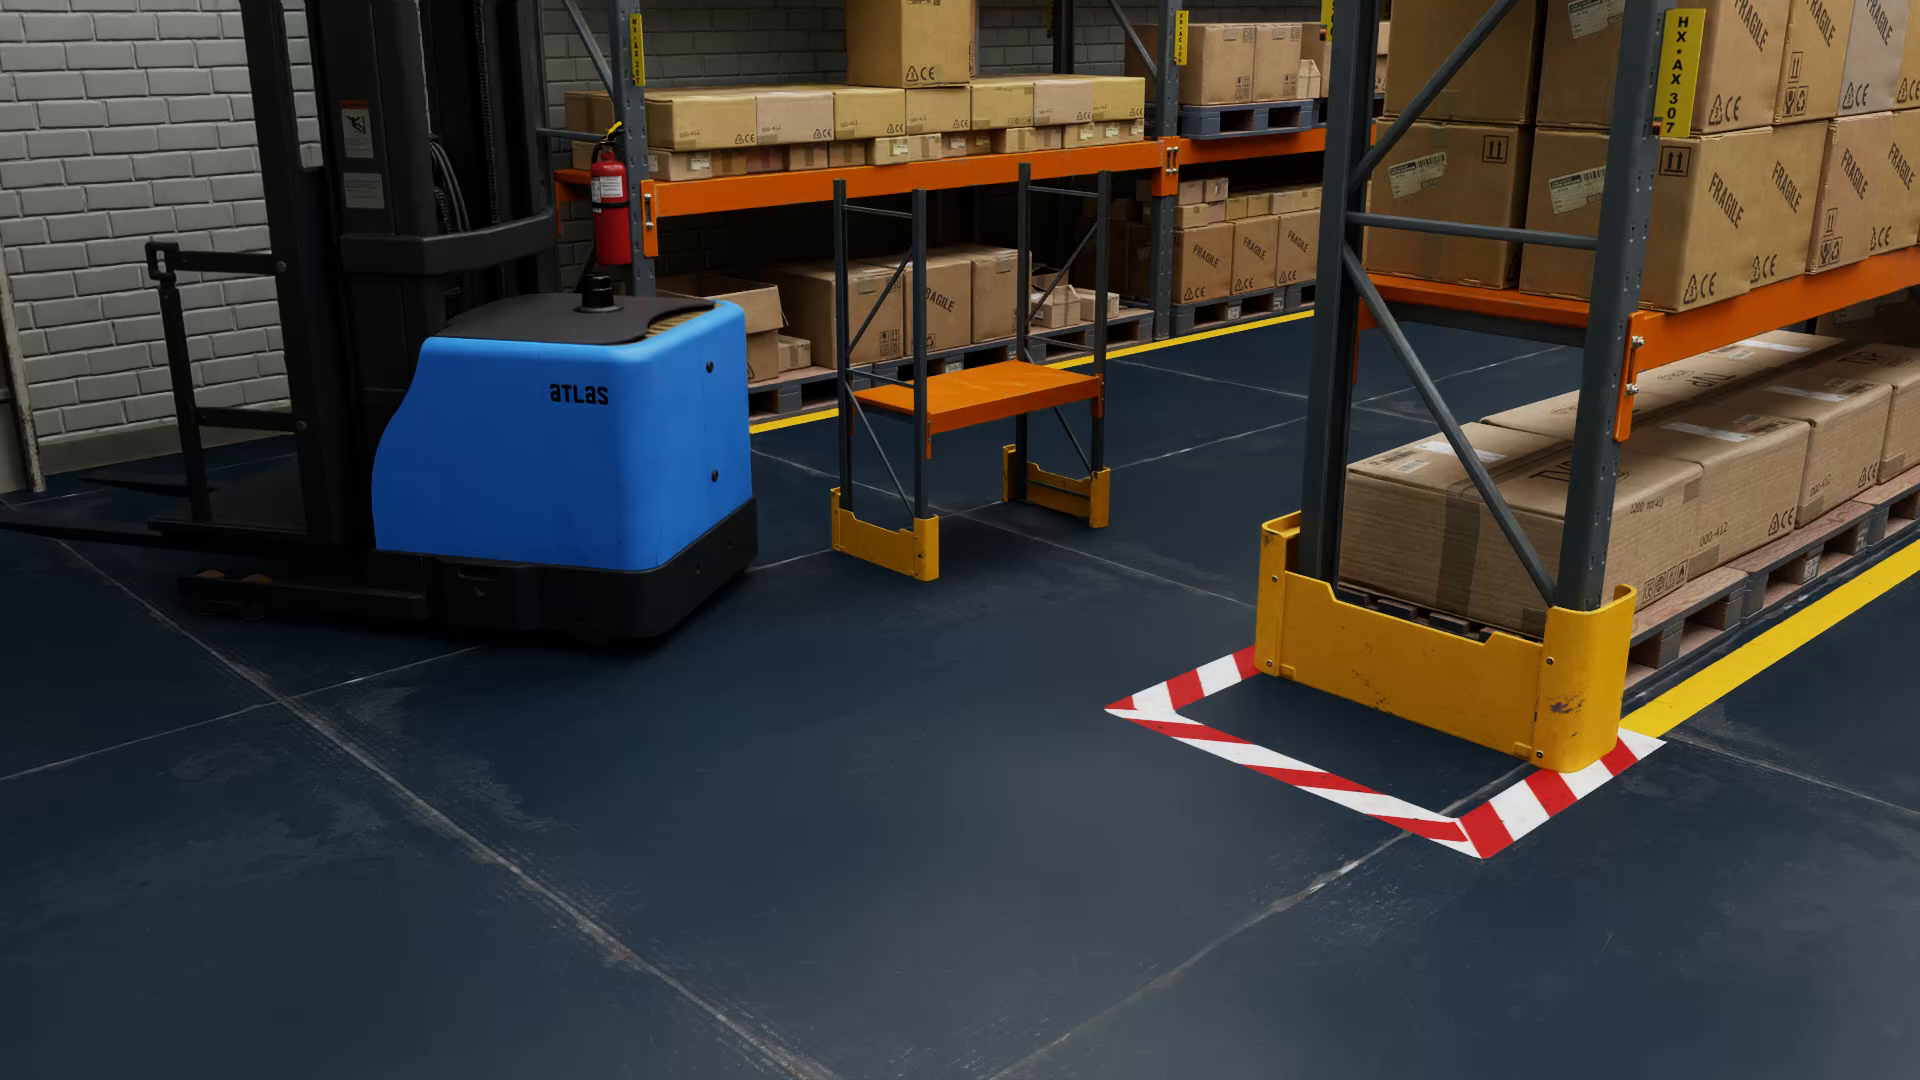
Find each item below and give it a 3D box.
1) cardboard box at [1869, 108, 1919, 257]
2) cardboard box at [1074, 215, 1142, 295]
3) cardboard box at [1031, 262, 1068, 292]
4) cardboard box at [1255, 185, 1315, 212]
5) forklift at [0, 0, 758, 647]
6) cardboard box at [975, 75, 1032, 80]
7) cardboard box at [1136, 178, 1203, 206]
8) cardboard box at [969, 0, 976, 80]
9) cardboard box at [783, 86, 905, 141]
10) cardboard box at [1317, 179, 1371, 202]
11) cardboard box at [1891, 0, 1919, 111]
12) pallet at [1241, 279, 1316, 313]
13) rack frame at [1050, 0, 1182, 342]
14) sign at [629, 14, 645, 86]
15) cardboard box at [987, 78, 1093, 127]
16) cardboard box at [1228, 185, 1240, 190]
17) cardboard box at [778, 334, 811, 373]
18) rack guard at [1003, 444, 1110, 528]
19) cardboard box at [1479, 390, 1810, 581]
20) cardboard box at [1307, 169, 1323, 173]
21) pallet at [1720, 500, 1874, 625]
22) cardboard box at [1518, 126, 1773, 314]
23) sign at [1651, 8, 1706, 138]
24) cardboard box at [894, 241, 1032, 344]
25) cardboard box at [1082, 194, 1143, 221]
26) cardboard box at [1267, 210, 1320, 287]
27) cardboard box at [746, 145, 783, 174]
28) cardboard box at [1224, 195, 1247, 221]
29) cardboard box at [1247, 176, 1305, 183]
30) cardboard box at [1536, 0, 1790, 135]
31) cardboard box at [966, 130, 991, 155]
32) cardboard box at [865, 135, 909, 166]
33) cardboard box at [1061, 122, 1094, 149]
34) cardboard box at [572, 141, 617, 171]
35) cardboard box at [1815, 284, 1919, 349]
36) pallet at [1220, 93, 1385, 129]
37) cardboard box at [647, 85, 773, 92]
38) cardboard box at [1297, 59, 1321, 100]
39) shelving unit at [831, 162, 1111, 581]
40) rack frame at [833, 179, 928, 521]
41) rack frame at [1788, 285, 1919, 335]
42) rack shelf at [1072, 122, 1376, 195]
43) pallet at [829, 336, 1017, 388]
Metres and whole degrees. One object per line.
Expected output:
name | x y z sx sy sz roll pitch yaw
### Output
cardboard box | 3.145 -1.319 6.027 0.500 0.500 0.500 -15 23 -39
cardboard box | 1.163 -2.047 11.807 0.500 0.500 0.500 -16 24 -41
cardboard box | 0.367 -1.700 11.042 0.500 0.311 0.500 -15 23 -39
cardboard box | 2.359 -2.492 12.129 0.250 0.149 0.380 -15 23 -39
forklift | -2.373 -1.252 6.095 3.031 2.935 1.130 5 19 14
cardboard box | 0.105 -2.784 10.468 0.500 0.250 0.500 -17 24 -41
cardboard box | 1.412 -2.357 11.228 0.250 0.149 0.380 -17 24 -42
cardboard box | -0.255 -3.037 10.033 0.500 0.500 0.500 -17 25 -42
cardboard box | -0.650 -2.339 9.097 0.500 0.250 0.500 -17 24 -42
cardboard box | 2.929 -2.662 12.652 0.250 0.149 0.380 -17 24 -42
cardboard box | 3.162 -1.796 5.876 0.500 0.500 0.500 -16 24 -41
pallet | 2.462 -1.980 12.750 1.213 0.211 1.003 -16 24 -41
rack frame | 1.010 -2.866 10.961 0.127 3.000 1.000 -16 24 -41
sign | -1.524 -2.309 7.838 0.005 0.325 0.100 -16 24 -41
cardboard box | 0.454 -2.664 10.099 0.500 0.250 0.500 -16 24 -41
cardboard box | 1.842 -2.545 12.290 0.250 0.149 0.380 -15 23 -39
cardboard box | -1.052 -1.052 9.306 0.380 0.149 0.250 17 24 42
rack guard | 0.417 -0.241 7.321 0.087 0.250 0.587 -16 24 -41
cardboard box | 2.586 -0.246 6.353 0.875 0.438 0.875 -15 24 -39
cardboard box | 2.986 -2.871 13.297 0.250 0.149 0.380 -16 24 -40
pallet | 2.930 -0.025 6.718 1.213 0.211 1.003 -16 24 -41
cardboard box | 2.062 -0.992 5.018 0.500 0.500 0.500 -17 24 -41
sign | 1.893 -1.231 4.385 0.005 0.325 0.100 -16 24 -41
cardboard box | 0.015 -1.530 10.212 0.700 0.500 0.500 17 24 42
cardboard box | 1.079 -2.328 11.621 0.380 0.149 0.250 17 24 42
cardboard box | 2.262 -2.149 12.120 0.500 0.500 0.500 17 25 42
cardboard box | -1.149 -2.035 8.804 0.250 0.149 0.380 -17 24 -42
cardboard box | 1.780 -2.335 11.642 0.380 0.149 0.250 16 24 41
cardboard box | 2.420 -2.706 12.788 0.250 0.149 0.380 -16 24 -40
cardboard box | 2.061 -1.468 4.865 0.500 0.500 0.500 -17 25 -42
cardboard box | -0.035 -2.362 9.814 0.250 0.149 0.380 -16 24 -40
cardboard box | -0.499 -2.169 9.218 0.380 0.149 0.250 17 25 42
cardboard box | 0.605 -2.502 10.245 0.250 0.149 0.380 -15 24 -39
cardboard box | -1.840 -2.029 8.787 0.250 0.149 0.380 -17 24 -41
cardboard box | 4.818 -1.093 8.256 0.875 0.875 0.875 -15 23 -39
pallet | 2.506 -3.209 12.330 1.213 0.211 1.003 -16 24 -41
cardboard box | -1.369 -2.355 9.144 0.500 0.250 0.500 -16 24 -41
cardboard box | 2.283 -3.210 11.559 0.258 0.266 0.396 -15 23 -38
shelving unit | 0.055 -0.730 6.803 1.083 1.500 0.587 -16 24 -41
rack frame | -0.307 -0.624 6.477 0.032 1.500 0.500 -16 24 -41
rack frame | 4.423 -1.754 7.532 0.127 3.000 1.000 -16 24 -41
rack shelf | 2.463 -2.948 12.379 4.000 0.370 1.077 -16 24 -41
pallet | -0.377 -1.134 10.141 1.213 0.211 1.003 -16 24 -41
